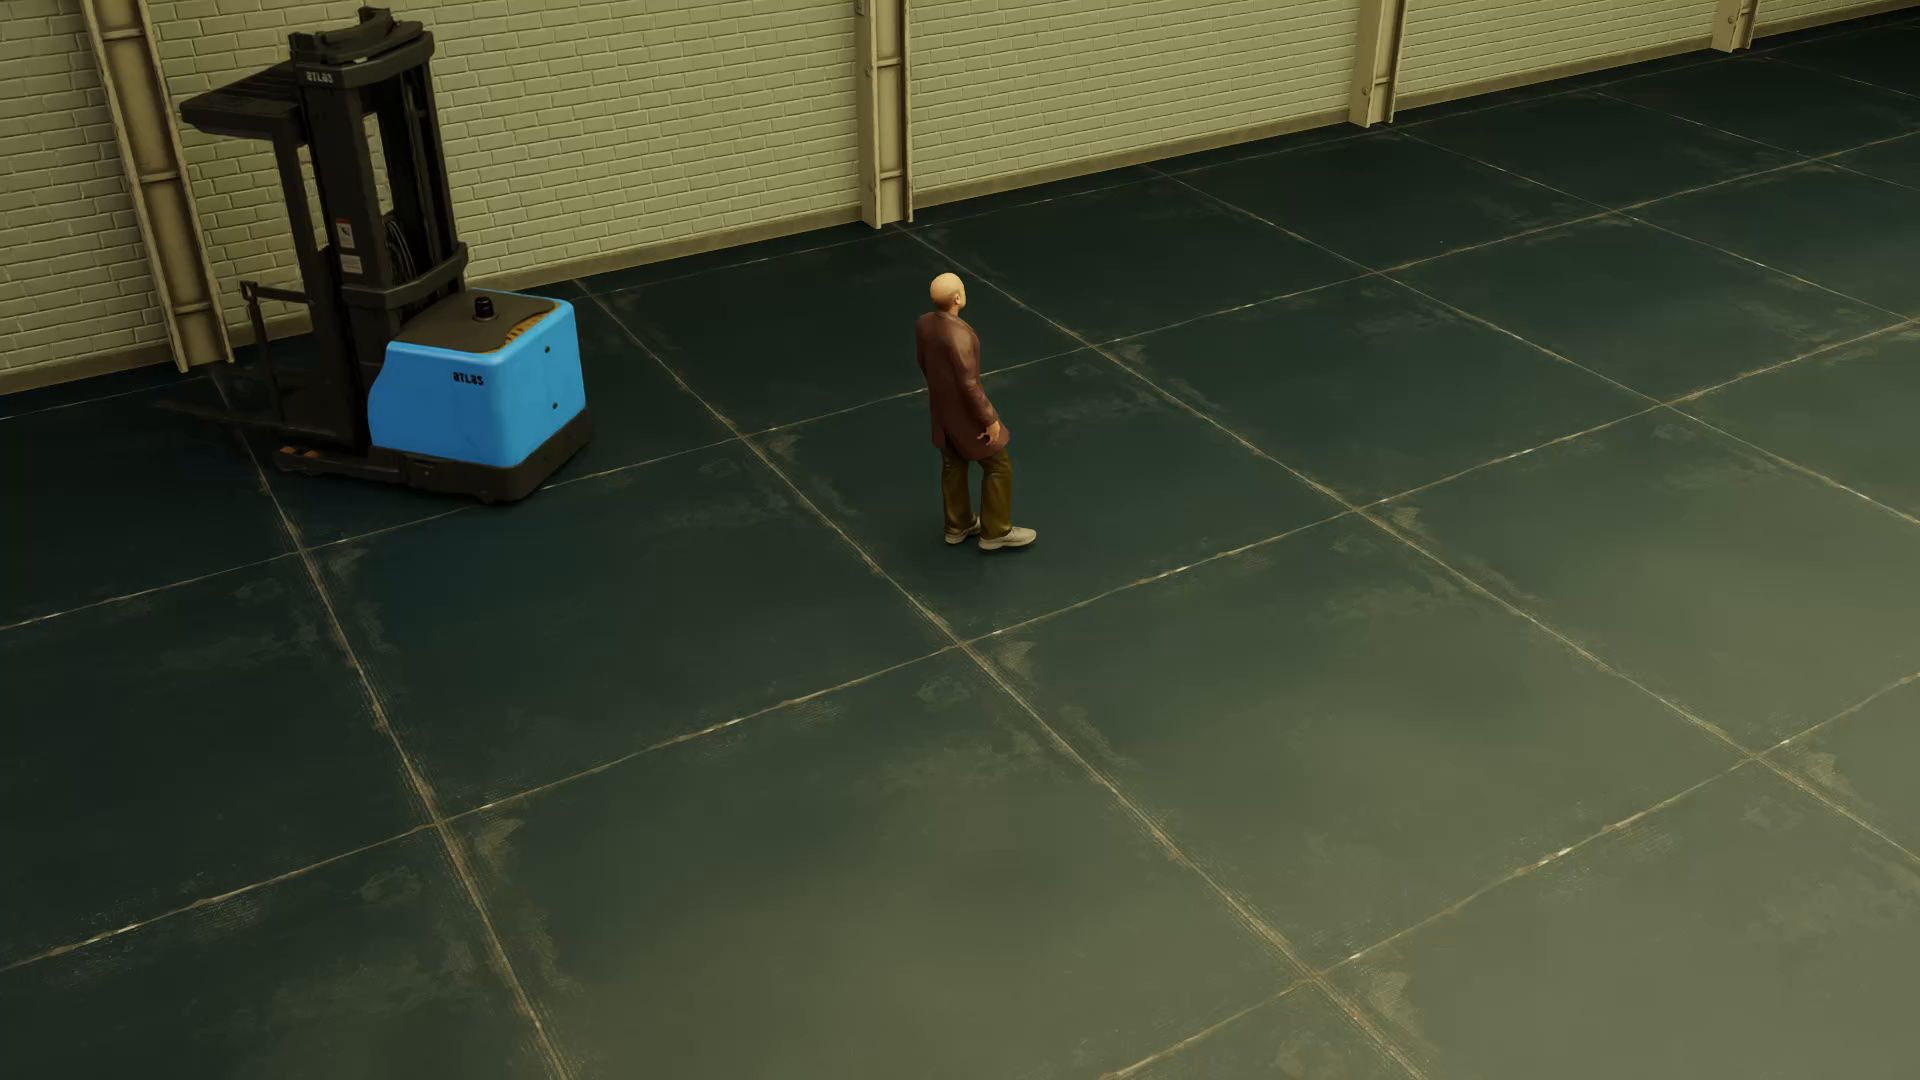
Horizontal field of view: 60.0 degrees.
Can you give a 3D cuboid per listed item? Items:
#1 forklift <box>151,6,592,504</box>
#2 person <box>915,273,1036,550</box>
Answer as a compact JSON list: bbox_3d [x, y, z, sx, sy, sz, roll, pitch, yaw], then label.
[{"bbox_3d":[-4.131,-1.936,10.879,3.031,2.935,1.130,10,32,16],"label":"forklift"},{"bbox_3d":[0.081,-0.792,10.078,0.580,1.777,0.698,-17,35,-26],"label":"person"}]
